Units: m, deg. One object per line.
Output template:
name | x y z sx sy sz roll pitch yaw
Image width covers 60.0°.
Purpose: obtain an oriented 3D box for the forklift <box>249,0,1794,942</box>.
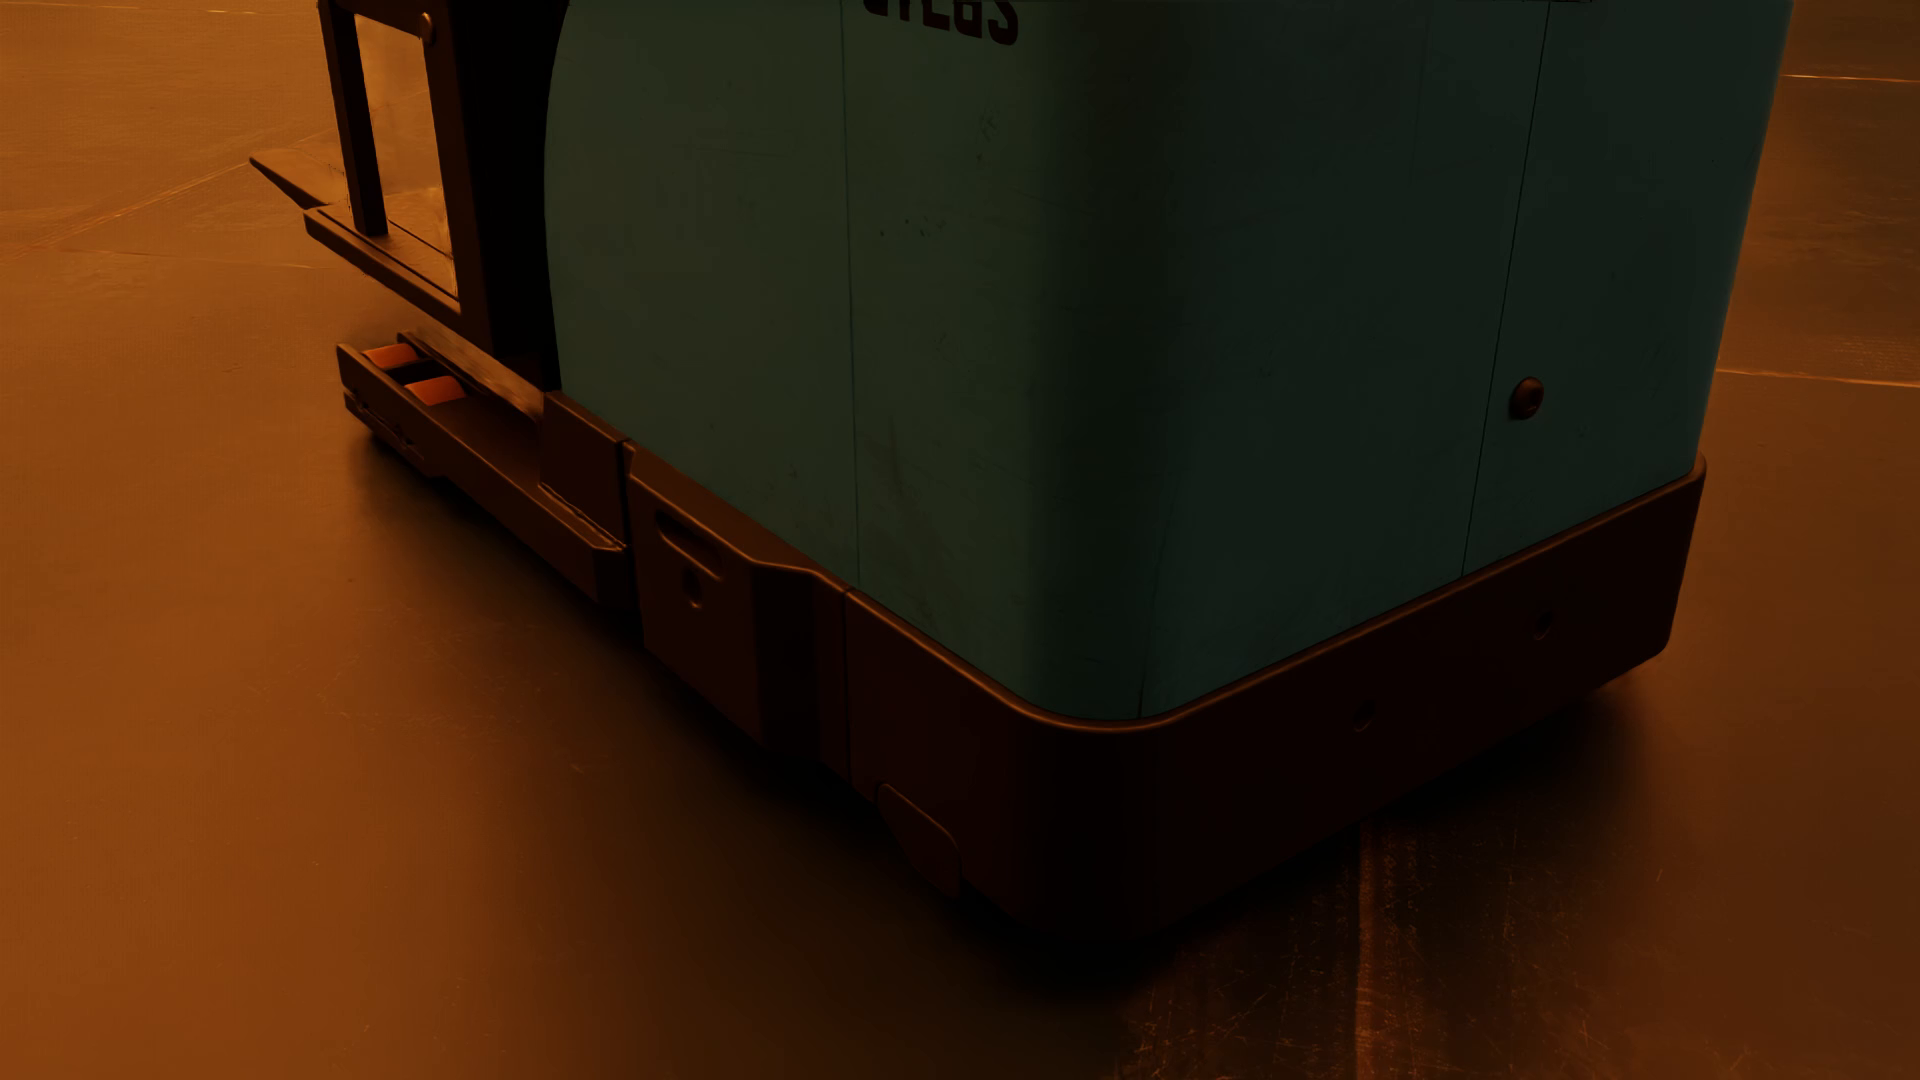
forklift | -0.396 -1.526 2.271 1.130 2.935 3.031 -19 32 -33
